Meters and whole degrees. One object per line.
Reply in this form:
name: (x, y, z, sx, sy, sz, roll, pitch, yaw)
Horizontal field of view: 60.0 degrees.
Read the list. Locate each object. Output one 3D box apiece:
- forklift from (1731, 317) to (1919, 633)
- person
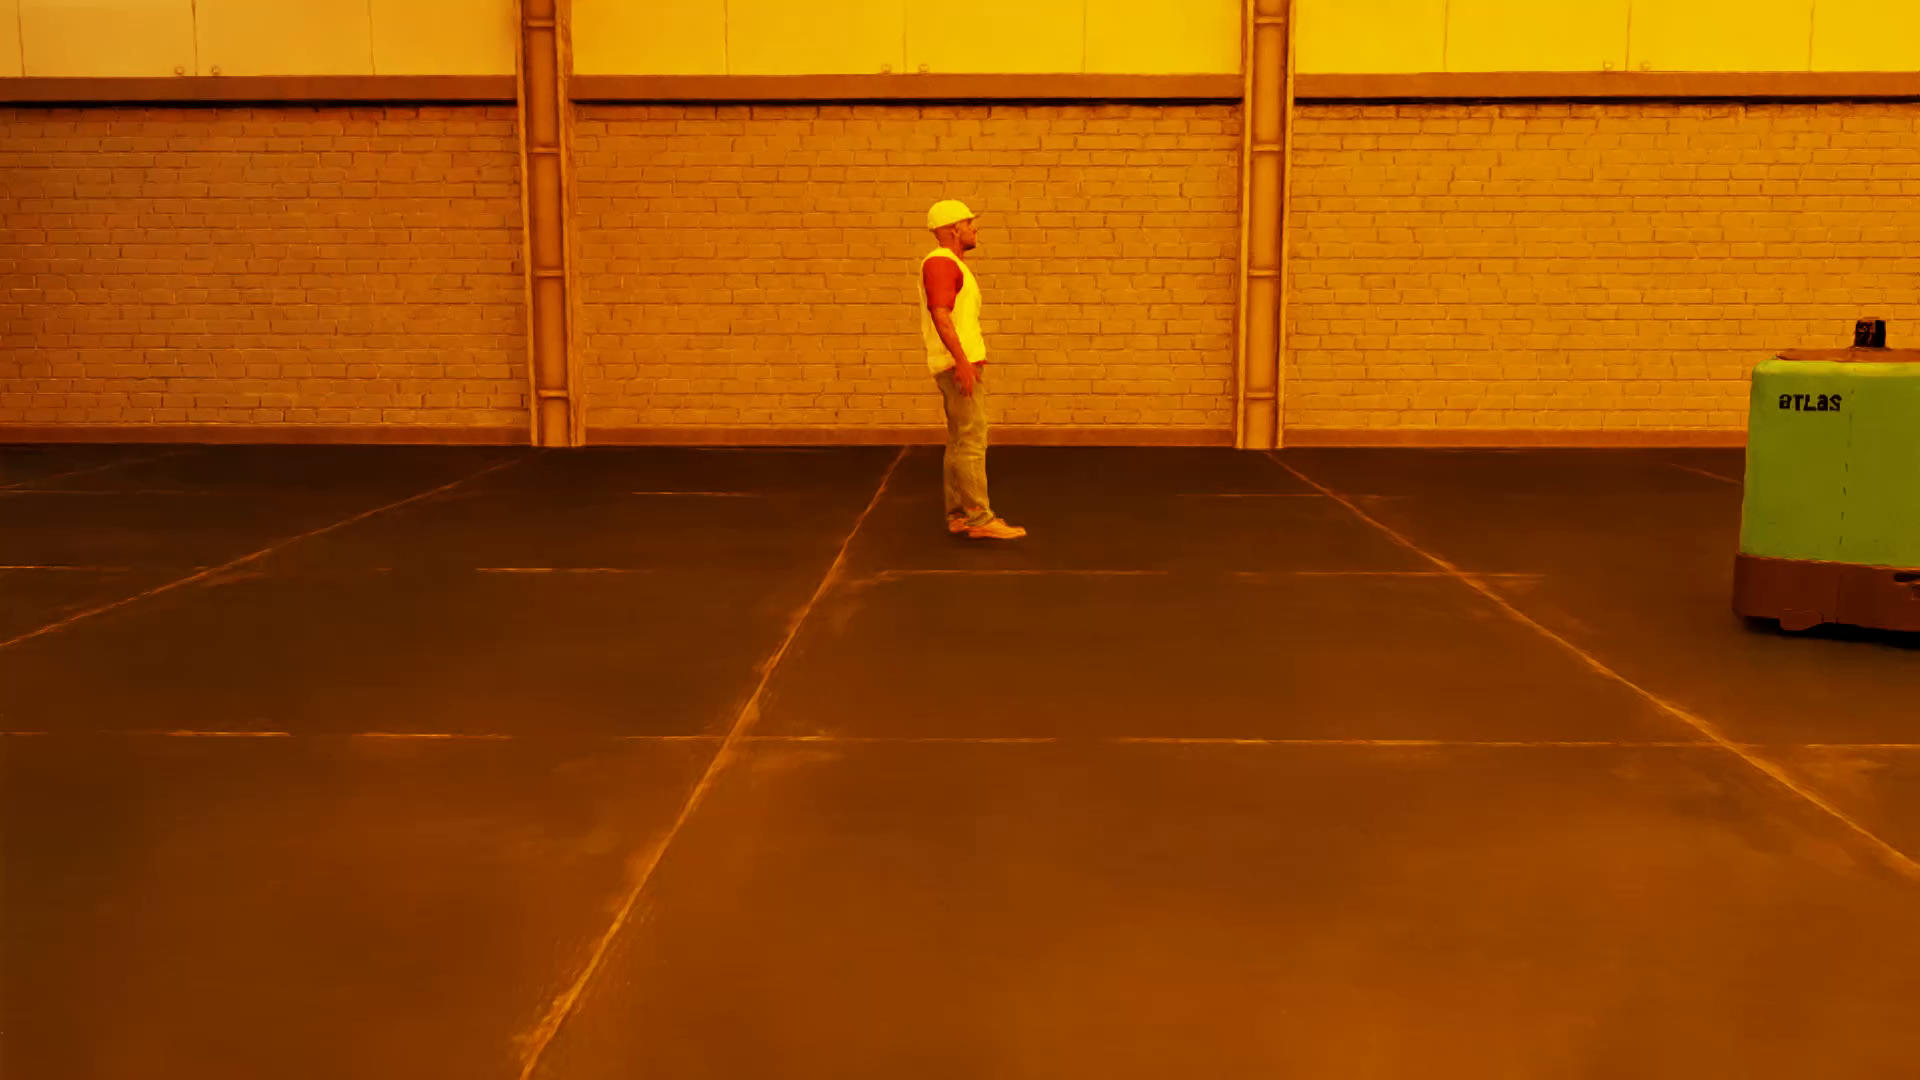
forklift: (4.624, -1.038, 6.087, 3.031, 2.935, 1.130, 5, 10, 30)
person: (0.069, -0.918, 8.854, 0.576, 1.766, 0.665, 0, 9, 1)
